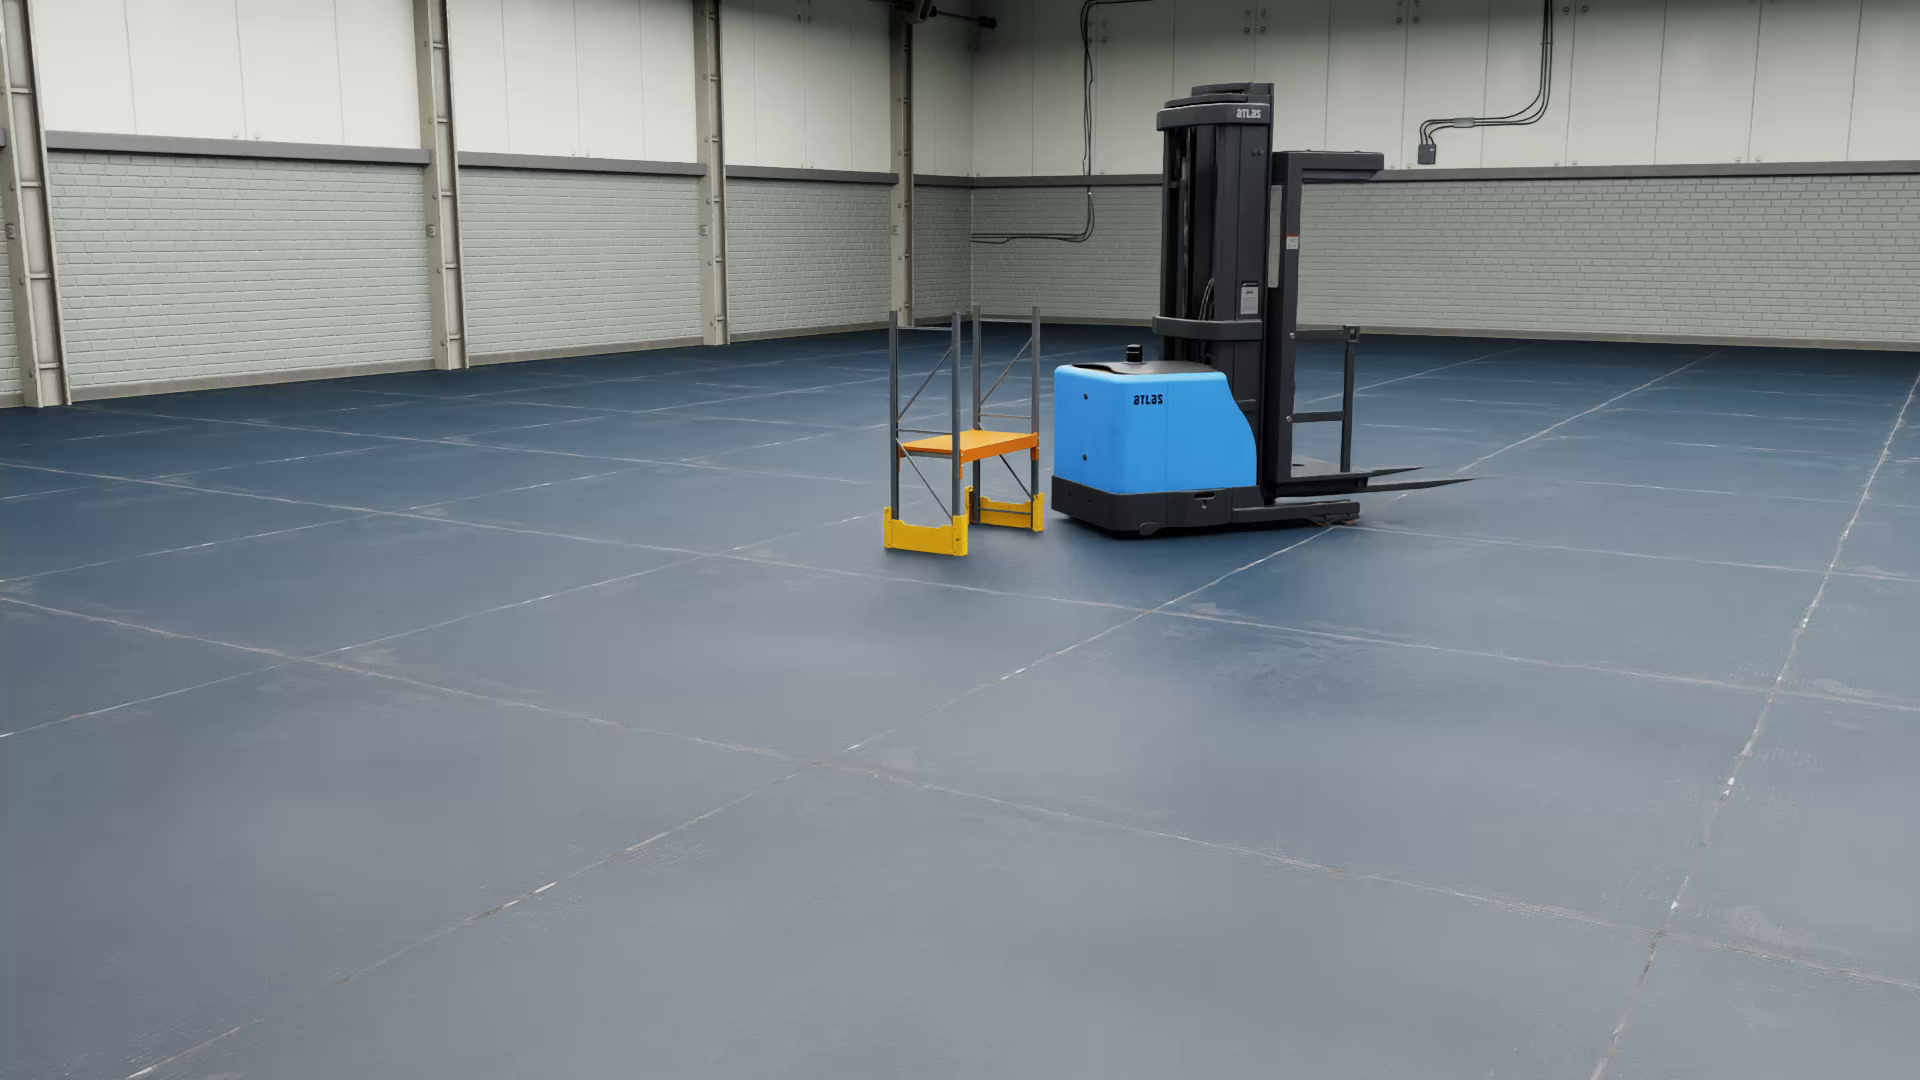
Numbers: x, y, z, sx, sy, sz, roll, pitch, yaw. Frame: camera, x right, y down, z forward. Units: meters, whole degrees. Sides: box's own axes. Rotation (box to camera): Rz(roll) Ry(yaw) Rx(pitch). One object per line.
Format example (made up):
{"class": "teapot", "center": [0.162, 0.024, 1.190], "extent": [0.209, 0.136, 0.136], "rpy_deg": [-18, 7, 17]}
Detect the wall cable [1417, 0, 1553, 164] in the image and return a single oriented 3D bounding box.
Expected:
{"class": "wall cable", "center": [9.590, -9.909, 30.099], "extent": [2.305, 6.003, 0.169], "rpy_deg": [6, 12, 31]}

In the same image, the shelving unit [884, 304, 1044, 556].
{"class": "shelving unit", "center": [0.040, -0.749, 10.795], "extent": [0.587, 1.500, 1.083], "rpy_deg": [6, 12, 31]}

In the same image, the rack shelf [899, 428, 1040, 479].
{"class": "rack shelf", "center": [0.044, -0.574, 10.835], "extent": [0.538, 0.185, 1.000], "rpy_deg": [6, 12, 31]}

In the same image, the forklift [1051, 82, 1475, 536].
{"class": "forklift", "center": [2.206, -1.617, 11.542], "extent": [3.031, 2.935, 1.130], "rpy_deg": [-4, 11, -22]}

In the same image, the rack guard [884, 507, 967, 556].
{"class": "rack guard", "center": [-0.219, -0.057, 10.491], "extent": [0.587, 0.250, 0.087], "rpy_deg": [6, 12, 31]}

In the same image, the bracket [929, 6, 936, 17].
{"class": "bracket", "center": [-0.656, -10.610, 33.306], "extent": [0.235, 0.232, 0.430], "rpy_deg": [6, 12, 31]}

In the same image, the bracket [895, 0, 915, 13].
{"class": "bracket", "center": [-1.087, -10.479, 32.609], "extent": [0.235, 0.232, 0.430], "rpy_deg": [6, 12, 31]}

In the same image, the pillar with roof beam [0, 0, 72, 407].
{"class": "pillar with roof beam", "center": [-6.841, -5.567, 16.152], "extent": [9.100, 9.000, 0.400], "rpy_deg": [6, 12, 31]}

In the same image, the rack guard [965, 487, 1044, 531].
{"class": "rack guard", "center": [0.298, -0.213, 11.328], "extent": [0.587, 0.250, 0.087], "rpy_deg": [6, 12, 31]}

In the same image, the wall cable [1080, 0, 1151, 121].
{"class": "wall cable", "center": [3.797, -9.844, 33.710], "extent": [3.097, 2.526, 0.112], "rpy_deg": [6, 12, 31]}

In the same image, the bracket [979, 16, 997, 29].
{"class": "bracket", "center": [0.574, -10.983, 35.297], "extent": [0.235, 0.232, 0.430], "rpy_deg": [6, 12, 31]}

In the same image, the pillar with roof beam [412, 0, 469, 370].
{"class": "pillar with roof beam", "center": [-3.726, -6.511, 21.192], "extent": [9.100, 9.000, 0.400], "rpy_deg": [6, 12, 31]}

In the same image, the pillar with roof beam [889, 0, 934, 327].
{"class": "pillar with roof beam", "center": [2.504, -8.398, 31.273], "extent": [9.100, 9.000, 0.548], "rpy_deg": [6, 12, 31]}

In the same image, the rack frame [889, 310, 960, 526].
{"class": "rack frame", "center": [-0.220, -0.671, 10.375], "extent": [0.500, 1.500, 0.032], "rpy_deg": [6, 12, 31]}

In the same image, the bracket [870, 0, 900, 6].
{"class": "bracket", "center": [-2.425, -10.074, 30.444], "extent": [0.076, 0.066, 4.783], "rpy_deg": [6, 12, 31]}

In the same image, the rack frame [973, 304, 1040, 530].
{"class": "rack frame", "center": [0.308, -0.831, 11.229], "extent": [0.500, 1.500, 0.032], "rpy_deg": [6, 12, 31]}

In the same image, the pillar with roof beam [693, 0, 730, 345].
{"class": "pillar with roof beam", "center": [-0.611, -7.454, 26.232], "extent": [9.100, 9.000, 0.400], "rpy_deg": [6, 12, 31]}

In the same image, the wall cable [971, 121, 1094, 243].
{"class": "wall cable", "center": [1.485, -7.620, 35.555], "extent": [3.097, 2.526, 0.112], "rpy_deg": [6, 12, 31]}

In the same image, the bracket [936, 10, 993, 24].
{"class": "bracket", "center": [0.268, -10.890, 34.801], "extent": [0.076, 0.066, 3.189], "rpy_deg": [6, 12, 31]}
